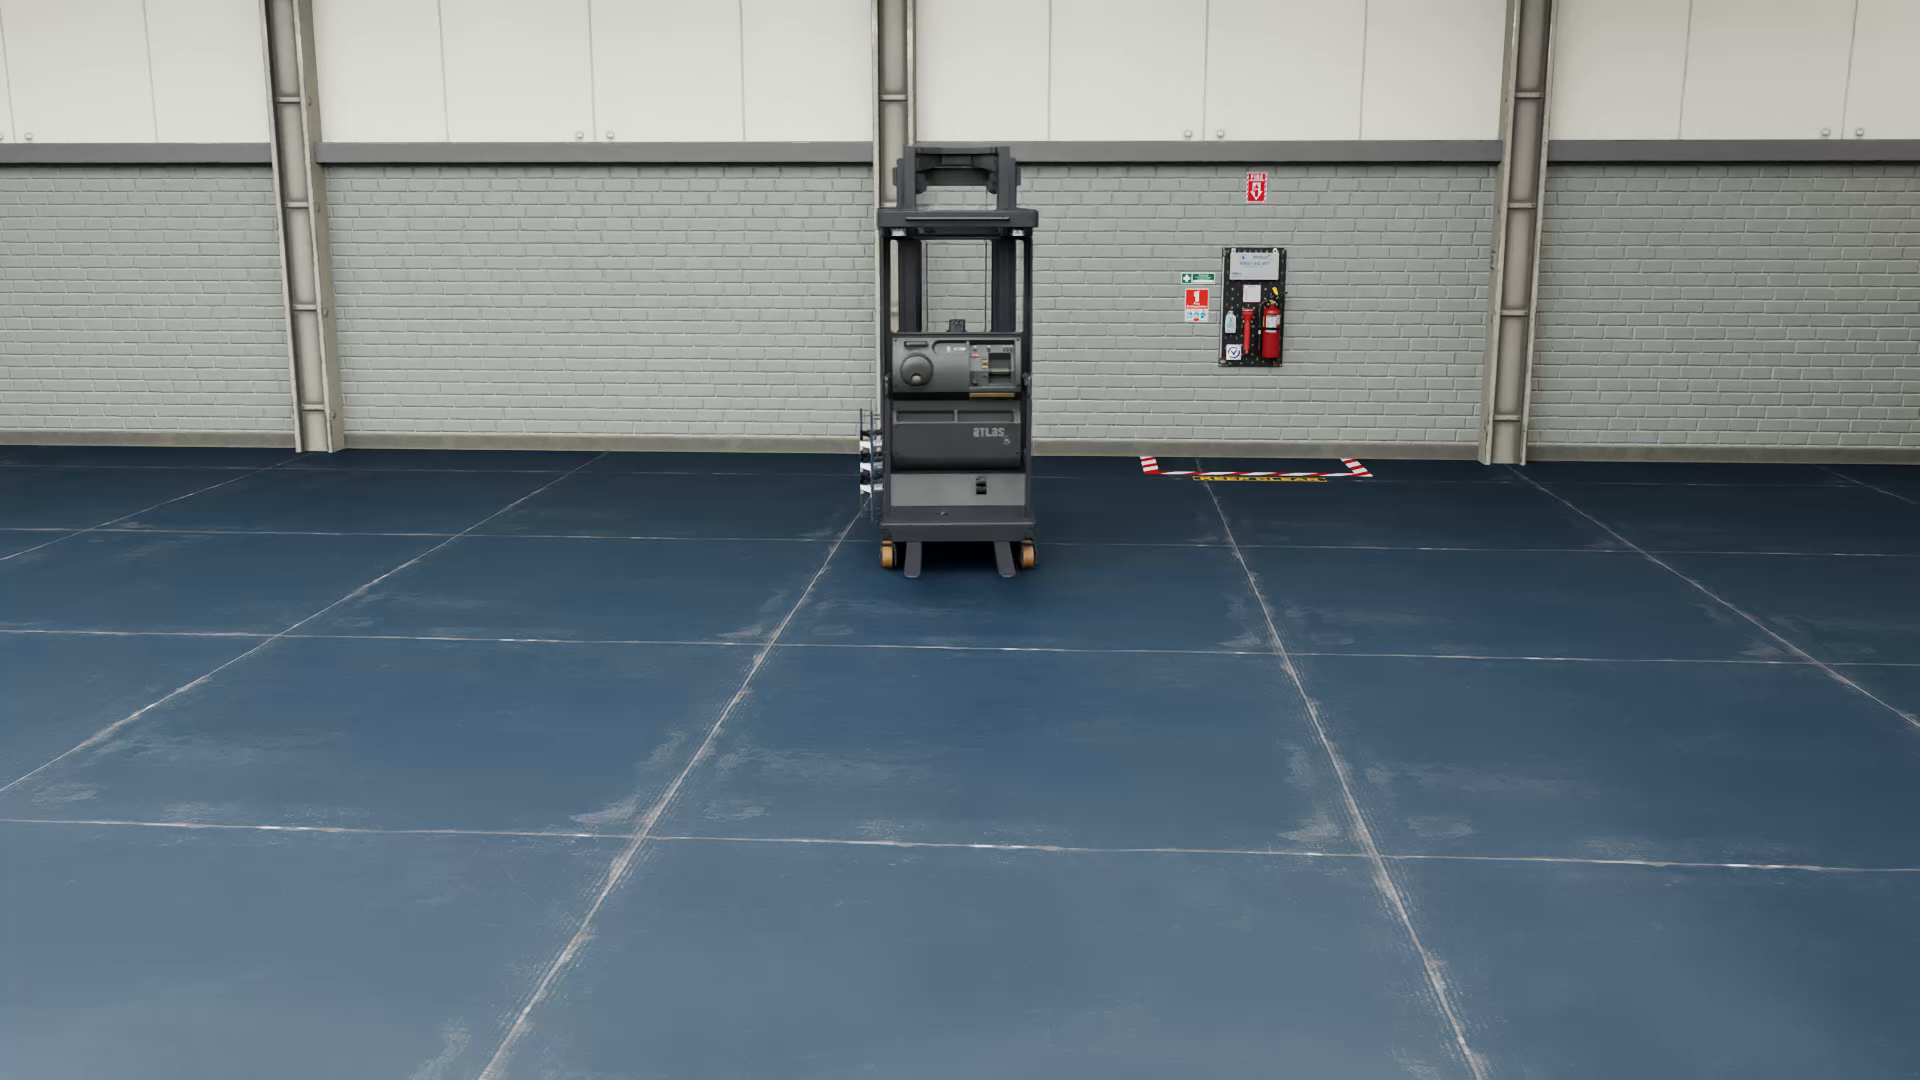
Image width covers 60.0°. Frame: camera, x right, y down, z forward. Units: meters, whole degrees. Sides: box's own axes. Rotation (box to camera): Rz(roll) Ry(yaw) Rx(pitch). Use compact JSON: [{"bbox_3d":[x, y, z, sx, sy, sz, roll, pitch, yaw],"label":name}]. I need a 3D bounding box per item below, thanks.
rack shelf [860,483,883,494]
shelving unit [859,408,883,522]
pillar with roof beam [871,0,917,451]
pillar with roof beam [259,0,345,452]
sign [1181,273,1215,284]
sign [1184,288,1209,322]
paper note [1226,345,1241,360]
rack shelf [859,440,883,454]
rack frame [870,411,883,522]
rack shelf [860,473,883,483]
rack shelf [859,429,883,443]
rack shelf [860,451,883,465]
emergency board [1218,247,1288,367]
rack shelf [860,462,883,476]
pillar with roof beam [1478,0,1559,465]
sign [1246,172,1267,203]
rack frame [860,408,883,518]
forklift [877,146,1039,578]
[{"bbox_3d":[-0.657,-0.408,13.562,0.258,0.077,0.200,-6,13,-27],"label":"rack shelf"},{"bbox_3d":[-0.657,-0.617,13.519,0.258,0.900,0.210,-6,13,-27],"label":"shelving unit"},{"bbox_3d":[-0.922,-4.376,11.709,0.400,9.000,9.100,1,12,4],"label":"pillar with roof beam"},{"bbox_3d":[-6.908,-4.458,12.101,0.400,9.000,9.100,1,12,4],"label":"pillar with roof beam"},{"bbox_3d":[2.349,-2.582,16.404,0.331,0.109,0.001,1,12,4],"label":"sign"},{"bbox_3d":[2.345,-2.324,16.467,0.234,0.329,0.001,1,12,4],"label":"sign"},{"bbox_3d":[2.718,-1.864,16.503,0.142,0.148,0.016,1,12,4],"label":"paper note"},{"bbox_3d":[-0.657,-0.760,13.489,0.258,0.077,0.200,-6,13,-27],"label":"rack shelf"},{"bbox_3d":[-0.610,-0.599,13.430,0.240,0.900,0.006,-6,13,-27],"label":"rack frame"},{"bbox_3d":[-0.657,-0.496,13.544,0.258,0.077,0.200,-6,13,-27],"label":"rack shelf"},{"bbox_3d":[-0.657,-0.849,13.470,0.258,0.077,0.200,-6,13,-27],"label":"rack shelf"},{"bbox_3d":[-0.657,-0.672,13.507,0.258,0.077,0.200,-6,13,-27],"label":"rack shelf"},{"bbox_3d":[2.890,-2.278,16.334,0.643,1.169,0.194,1,12,4],"label":"emergency board"},{"bbox_3d":[-0.657,-0.584,13.525,0.258,0.077,0.200,-6,13,-27],"label":"rack shelf"},{"bbox_3d":[5.065,-4.294,11.316,0.400,9.000,9.100,1,12,4],"label":"pillar with roof beam"},{"bbox_3d":[2.888,-3.433,16.194,0.199,0.298,0.001,1,12,4],"label":"sign"},{"bbox_3d":[-0.705,-0.635,13.607,0.240,0.900,0.006,-6,13,-27],"label":"rack frame"},{"bbox_3d":[-0.018,-1.293,11.791,1.130,2.935,3.031,0,12,-1],"label":"forklift"}]
